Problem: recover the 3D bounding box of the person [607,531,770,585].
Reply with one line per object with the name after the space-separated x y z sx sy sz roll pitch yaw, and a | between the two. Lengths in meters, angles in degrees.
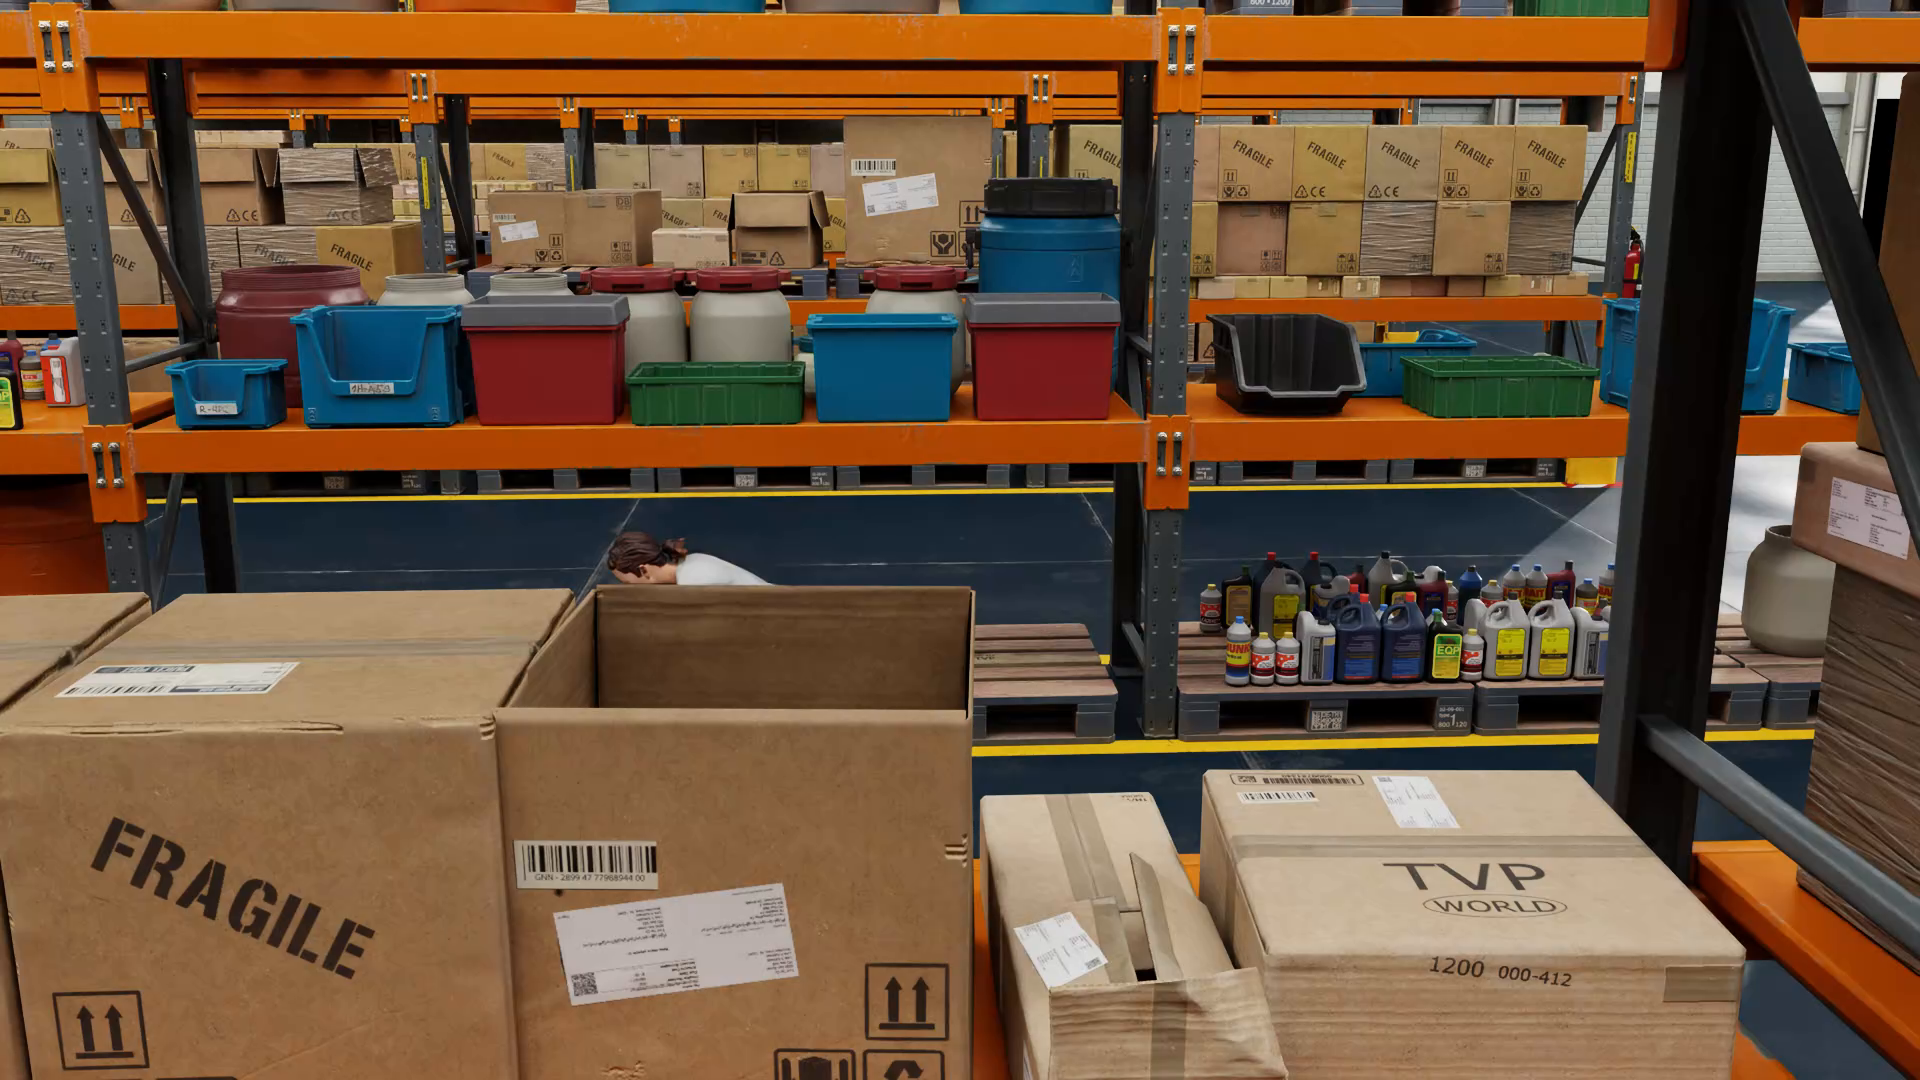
-0.965 0.410 6.385 0.799 0.939 0.479 -1 14 -3 | person
